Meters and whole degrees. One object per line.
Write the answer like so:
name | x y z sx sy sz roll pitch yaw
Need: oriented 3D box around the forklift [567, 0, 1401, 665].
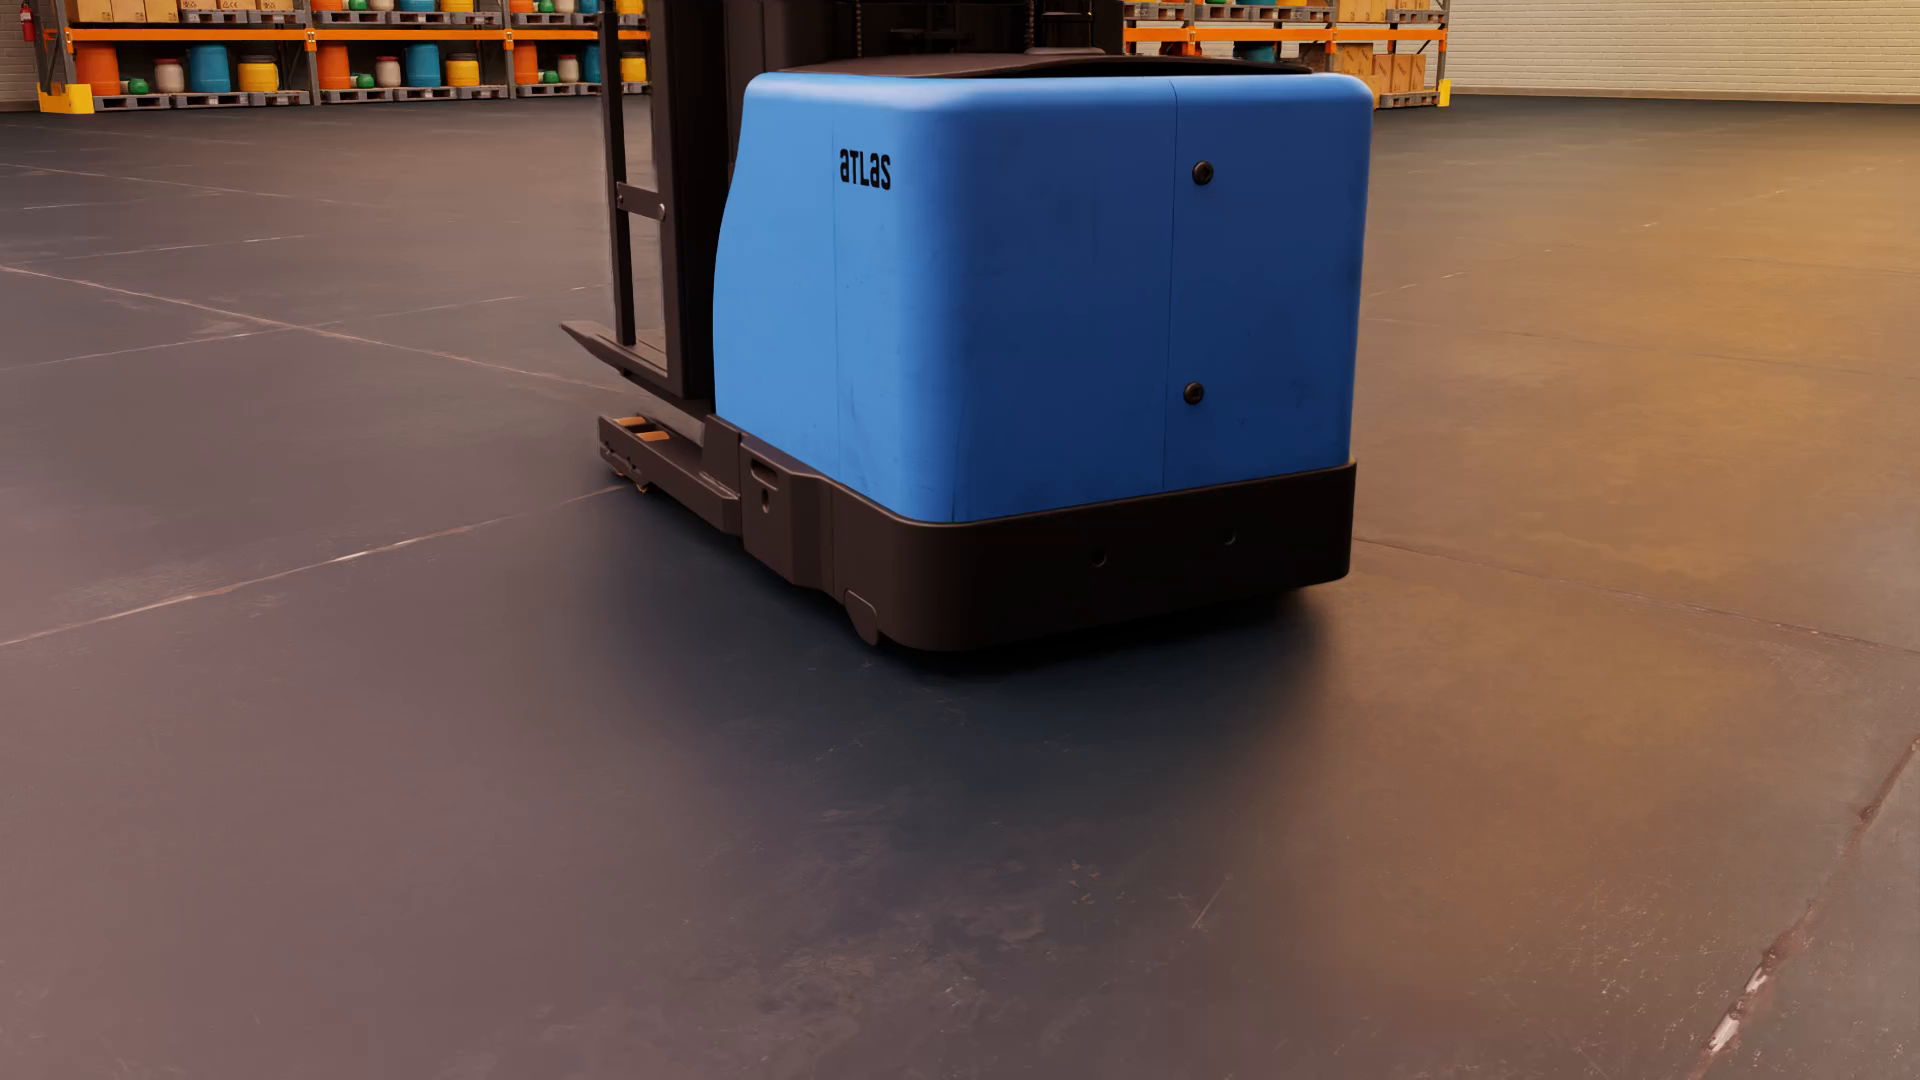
forklift | -0.288 -1.559 4.031 1.130 2.935 3.031 -9 19 -27
